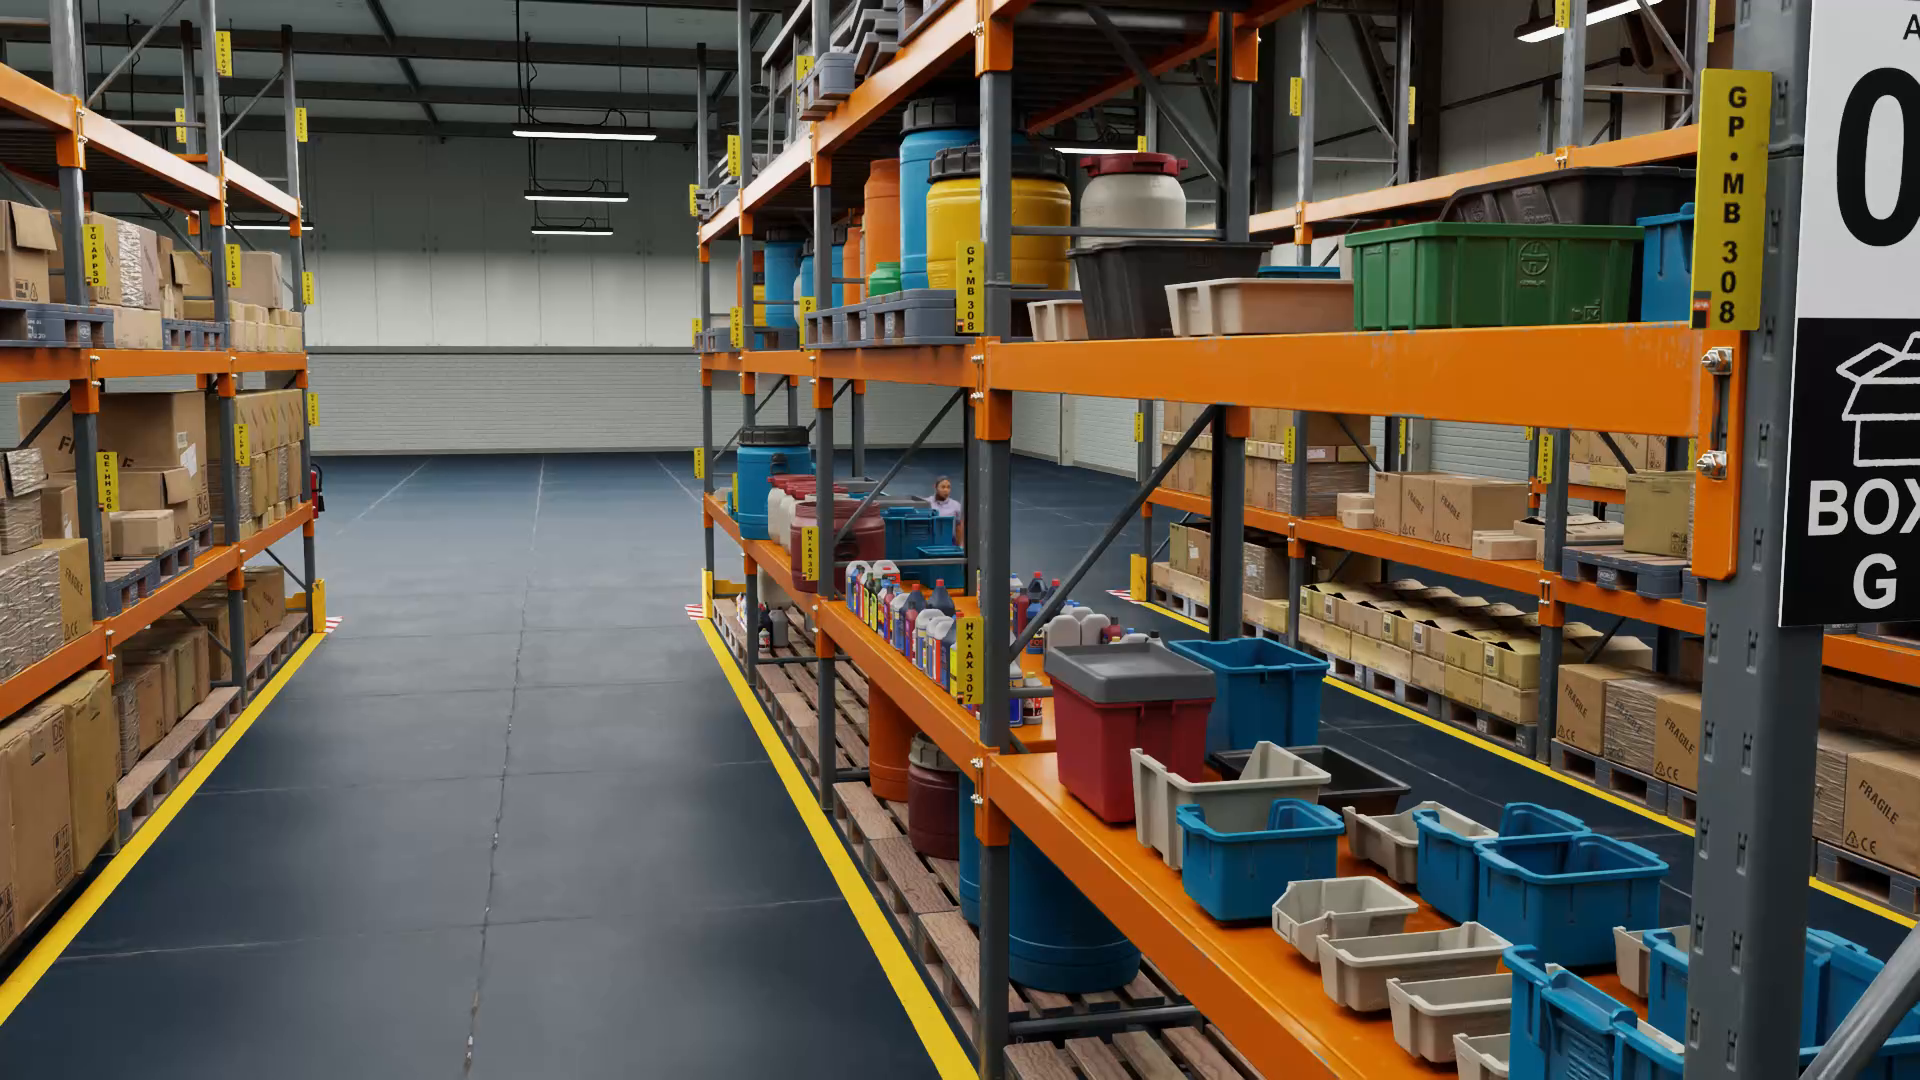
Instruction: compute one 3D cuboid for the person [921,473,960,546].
[{"bbox_3d":[-0.234,0.091,17.147,0.474,1.568,0.942,0,6,0],"label":"person"}]
